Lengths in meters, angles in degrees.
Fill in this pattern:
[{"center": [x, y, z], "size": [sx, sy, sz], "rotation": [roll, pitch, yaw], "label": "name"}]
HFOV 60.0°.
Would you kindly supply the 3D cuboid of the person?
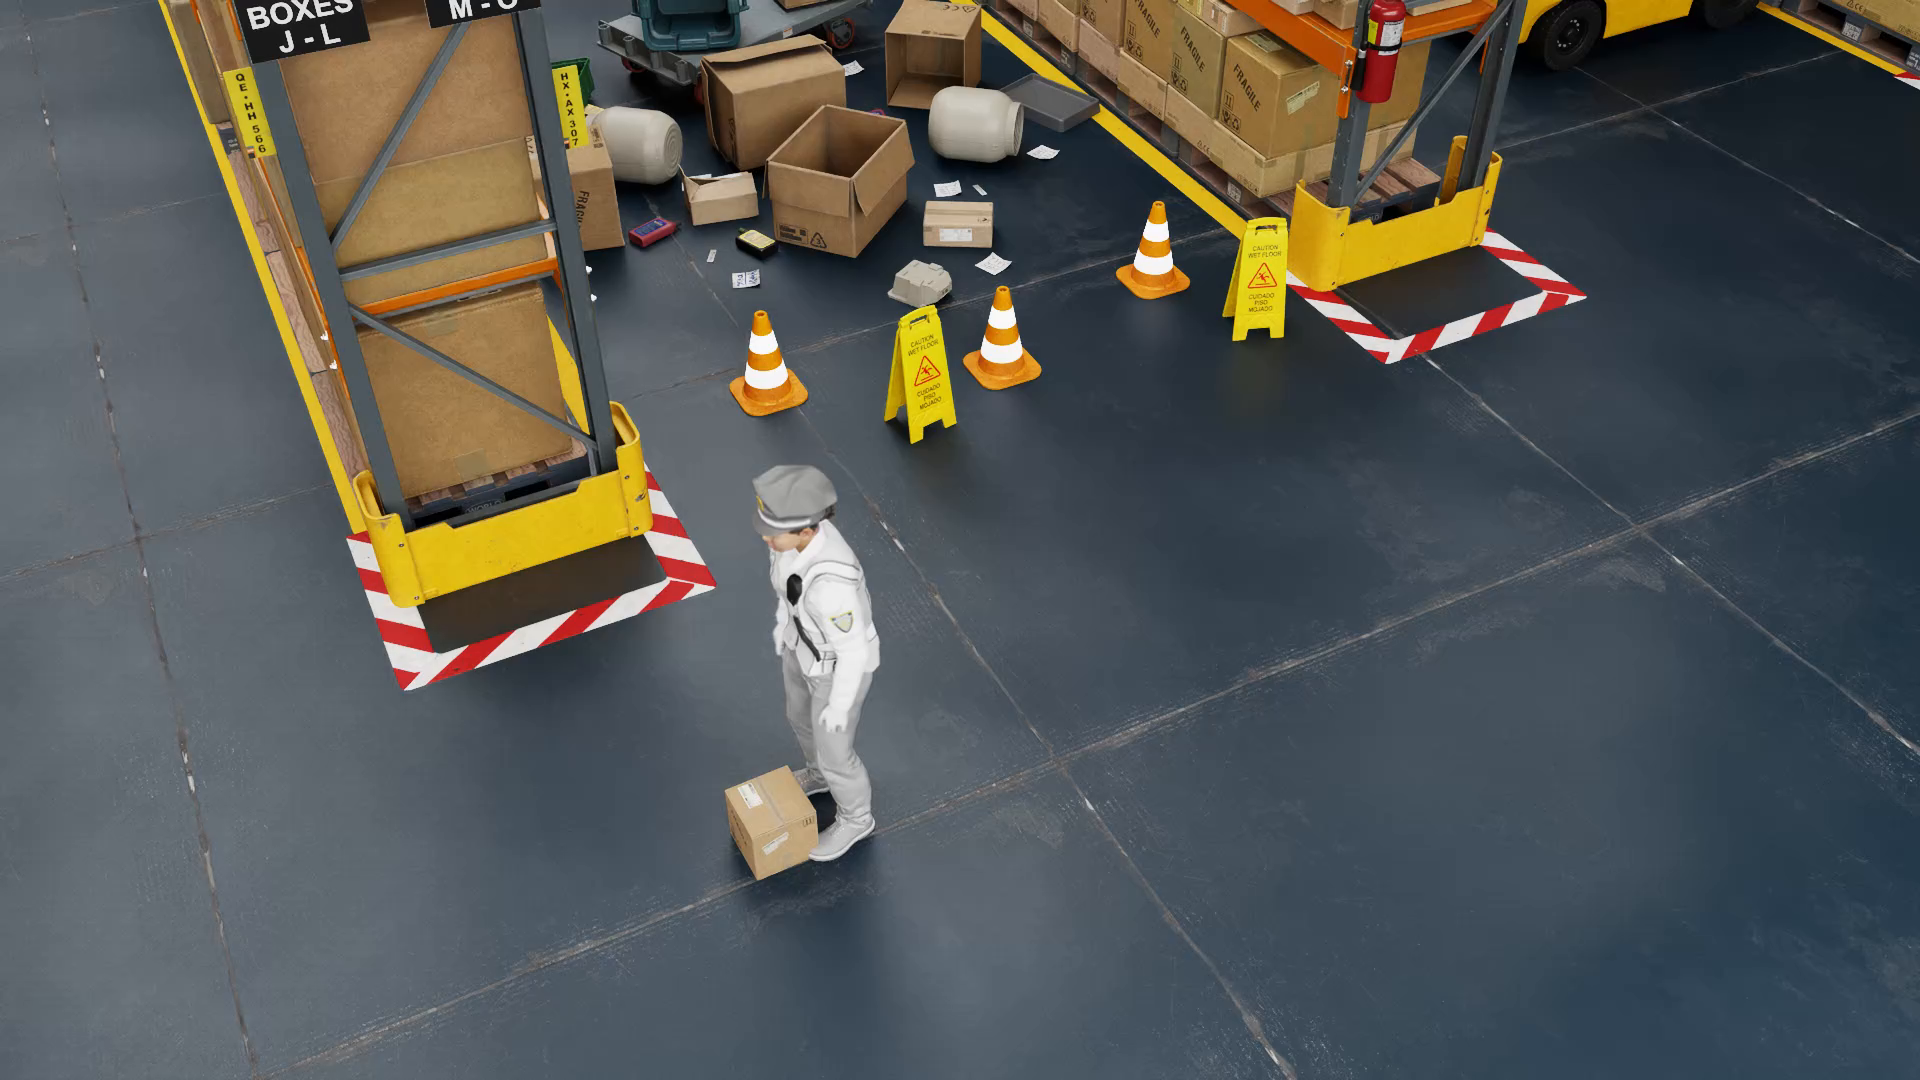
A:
[{"center": [-0.477, 0.421, 5.680], "size": [0.372, 1.664, 0.528], "rotation": [-19, 45, -20], "label": "person"}]
